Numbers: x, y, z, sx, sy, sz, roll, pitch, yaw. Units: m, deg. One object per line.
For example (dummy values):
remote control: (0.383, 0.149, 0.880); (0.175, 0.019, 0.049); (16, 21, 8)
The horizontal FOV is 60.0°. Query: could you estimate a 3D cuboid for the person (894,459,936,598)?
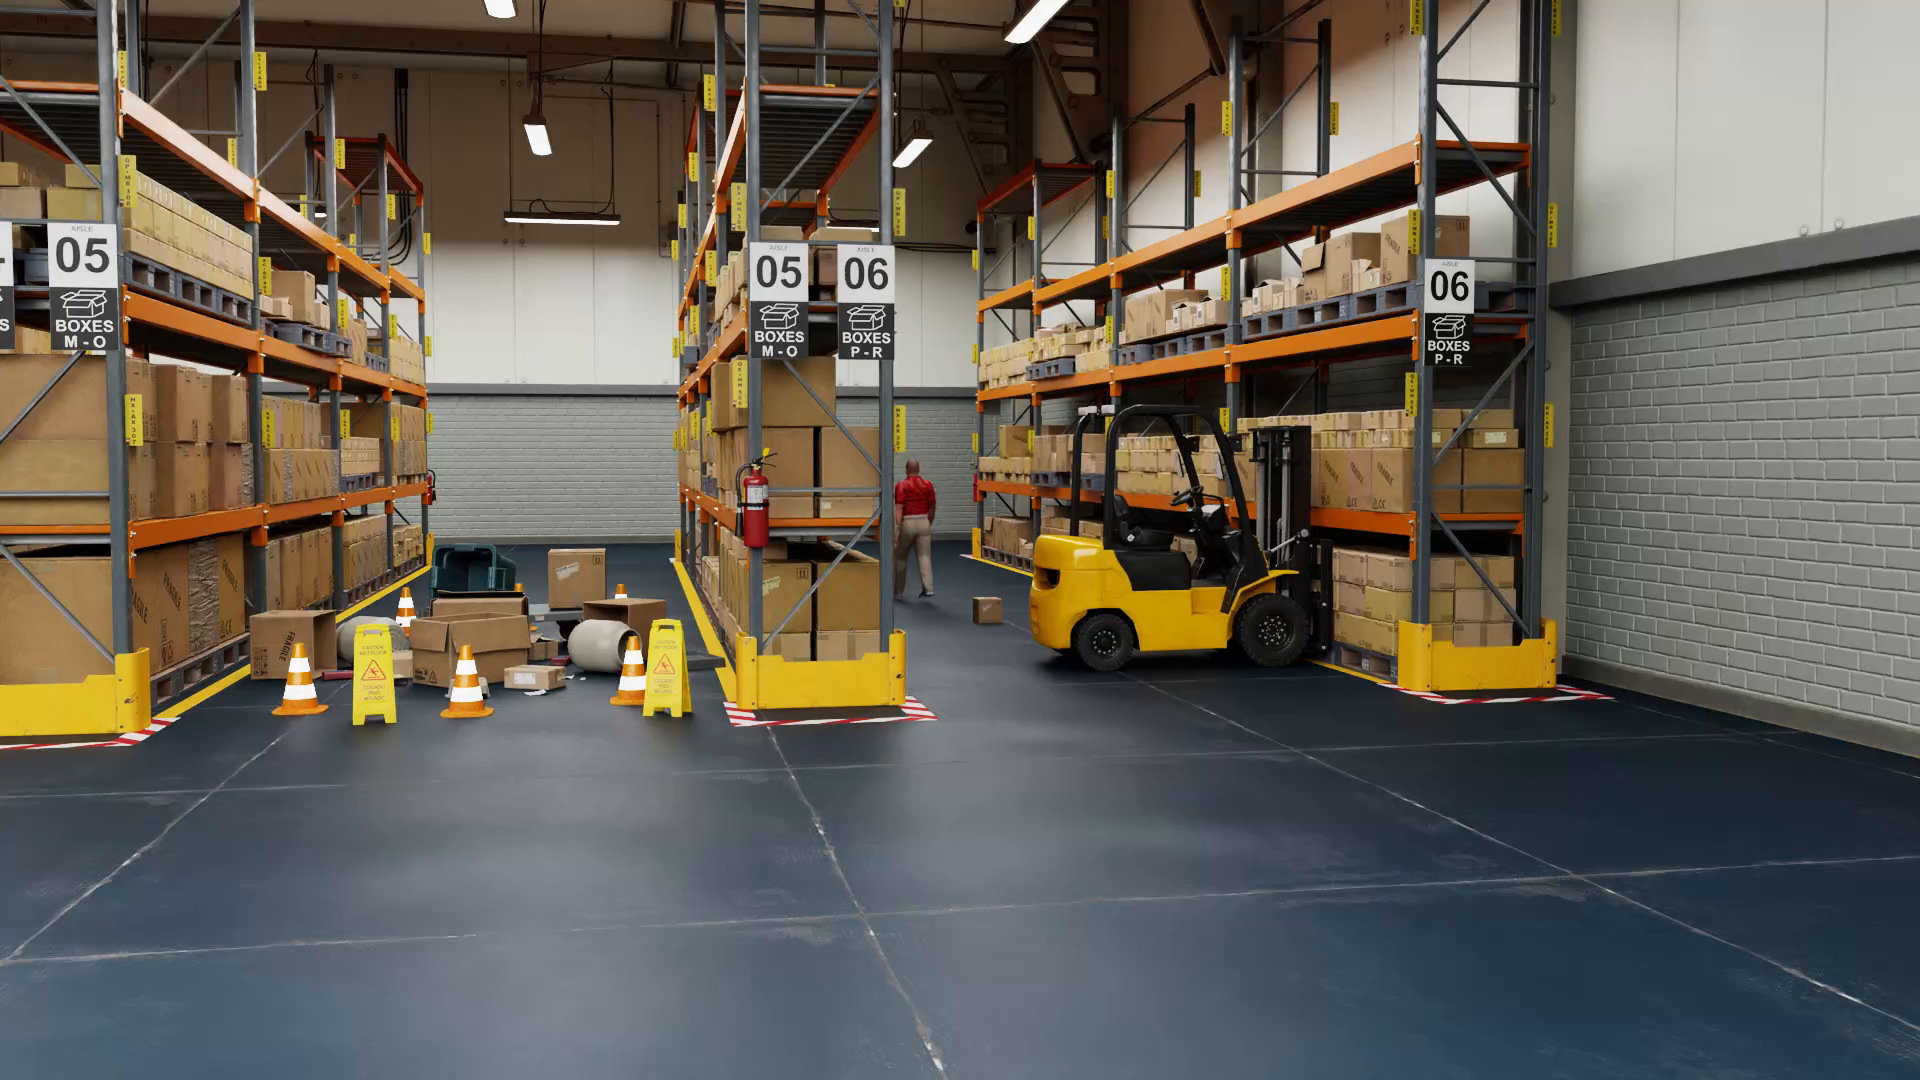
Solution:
person: (-0.566, -0.139, 19.909); (0.565, 1.670, 1.039); (-1, 3, -19)
